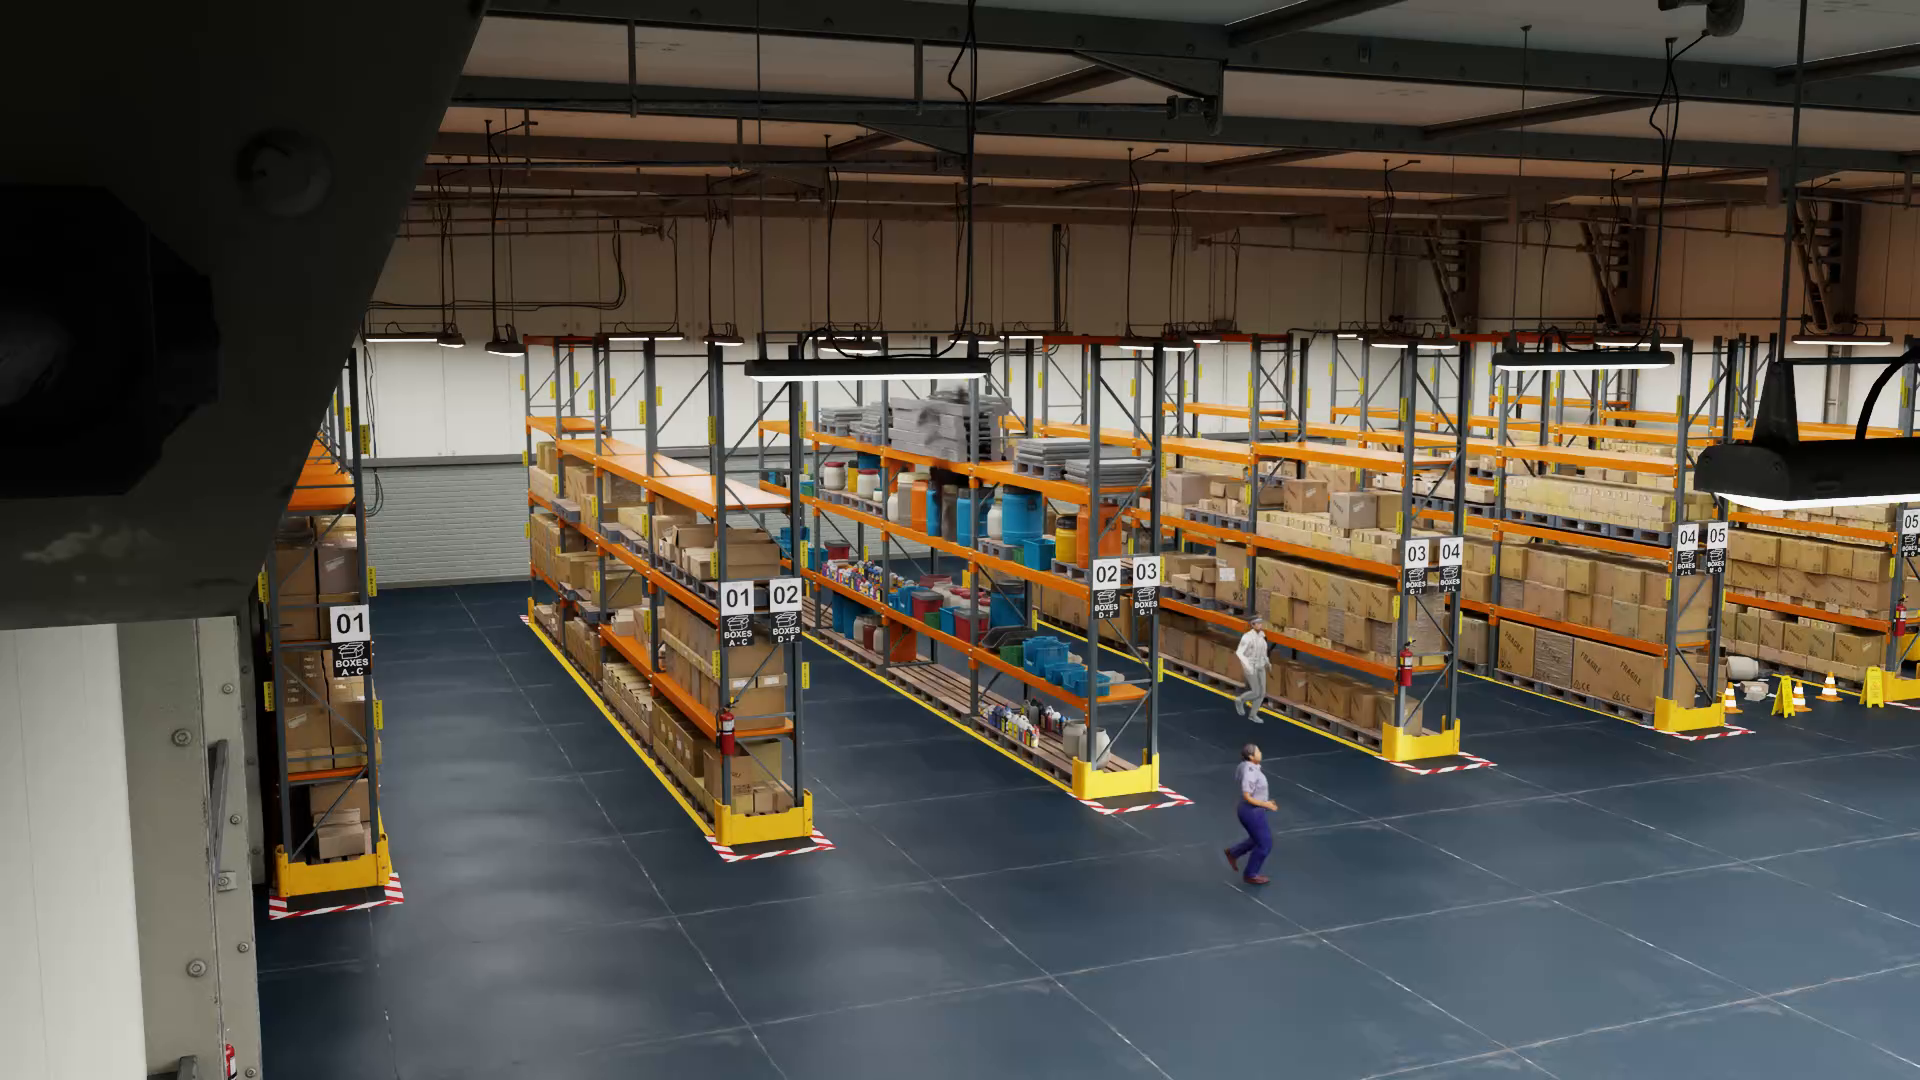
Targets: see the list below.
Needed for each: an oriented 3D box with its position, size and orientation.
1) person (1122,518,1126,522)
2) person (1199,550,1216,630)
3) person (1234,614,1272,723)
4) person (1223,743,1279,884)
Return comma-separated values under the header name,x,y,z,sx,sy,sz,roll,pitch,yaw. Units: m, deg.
name,x,y,z,sx,sy,sz,roll,pitch,yaw
person,3.675,0.265,39.754,0.655,1.619,0.639,2,8,12
person,4.919,1.051,33.468,0.598,1.753,0.777,-4,8,-27
person,4.403,1.908,25.037,0.603,1.659,0.515,-5,9,-34
person,3.281,3.065,18.705,0.555,1.596,0.604,1,8,5
